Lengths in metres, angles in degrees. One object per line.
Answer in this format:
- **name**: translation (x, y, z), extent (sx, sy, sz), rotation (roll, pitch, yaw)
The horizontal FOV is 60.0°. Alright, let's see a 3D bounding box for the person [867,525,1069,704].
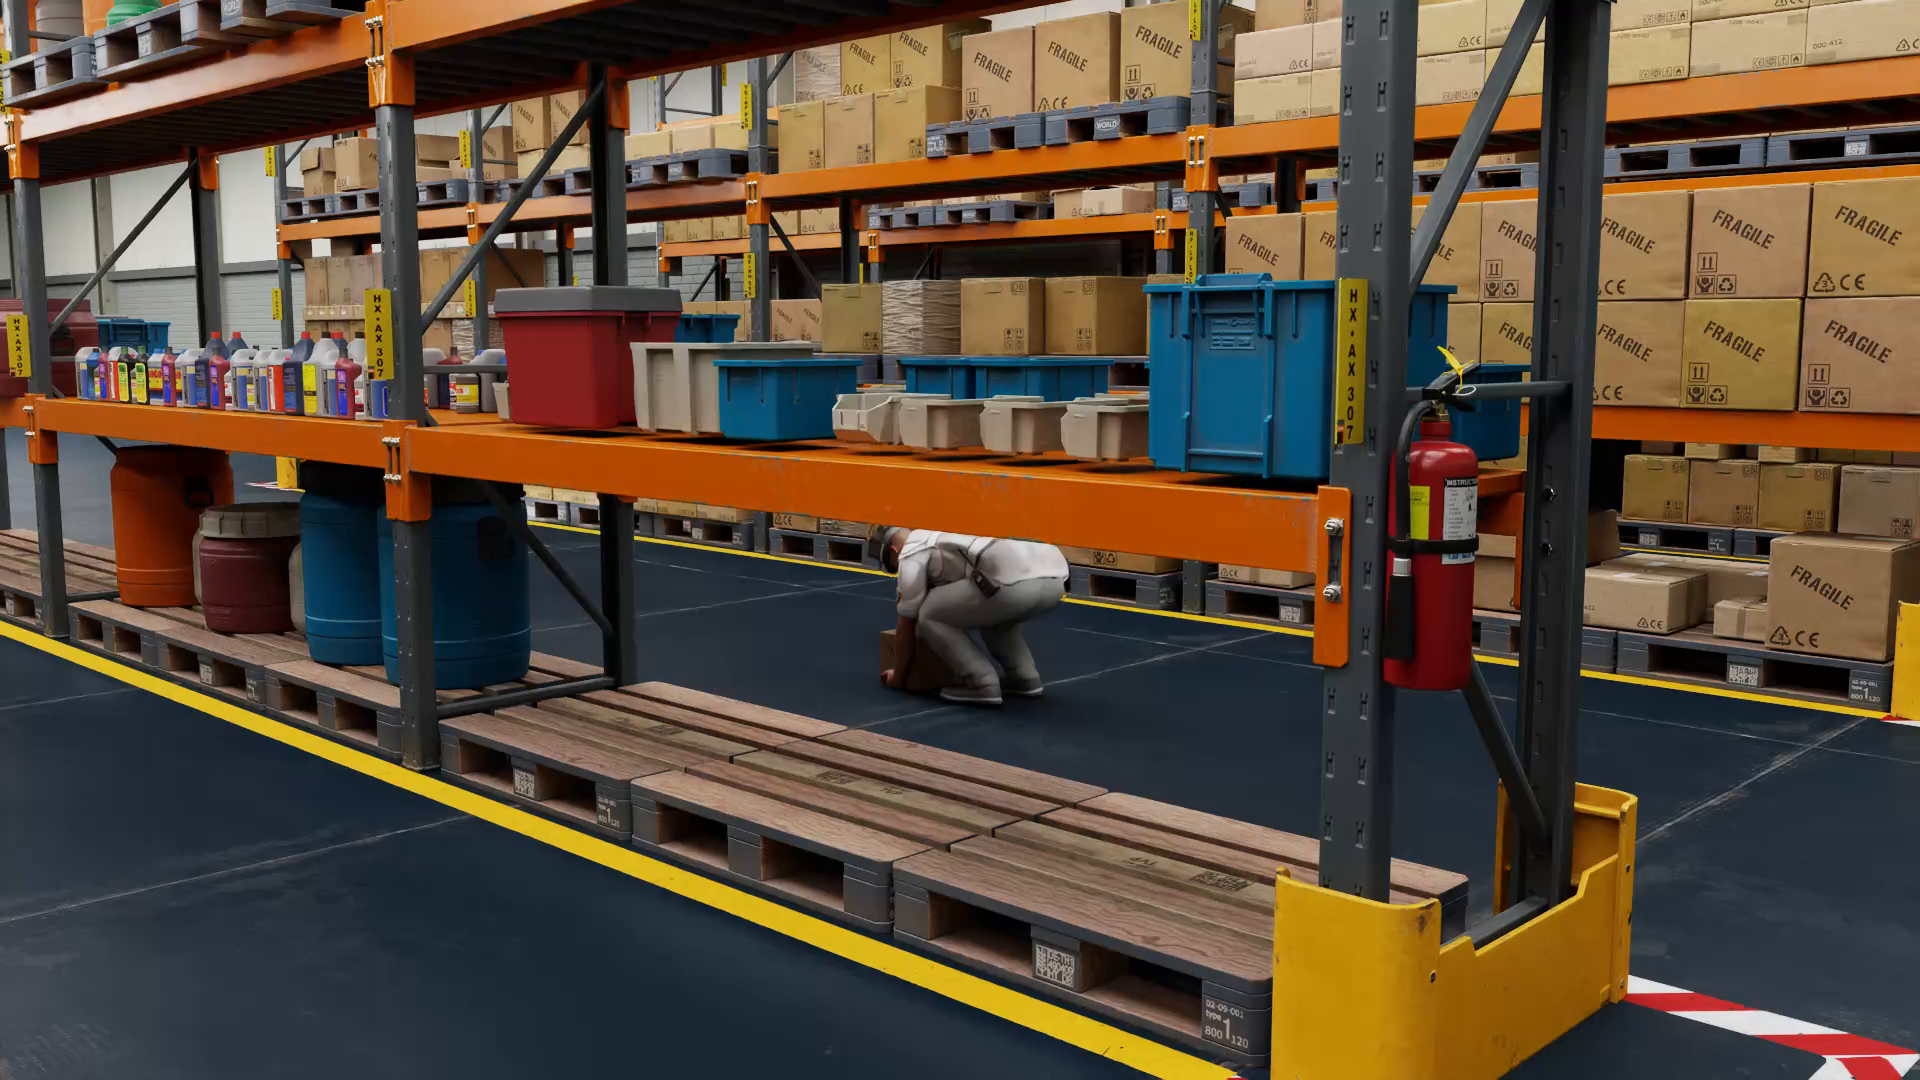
- **person**: translation (0.014, 0.315, 7.624), extent (1.029, 0.829, 0.531), rotation (6, 9, 42)
